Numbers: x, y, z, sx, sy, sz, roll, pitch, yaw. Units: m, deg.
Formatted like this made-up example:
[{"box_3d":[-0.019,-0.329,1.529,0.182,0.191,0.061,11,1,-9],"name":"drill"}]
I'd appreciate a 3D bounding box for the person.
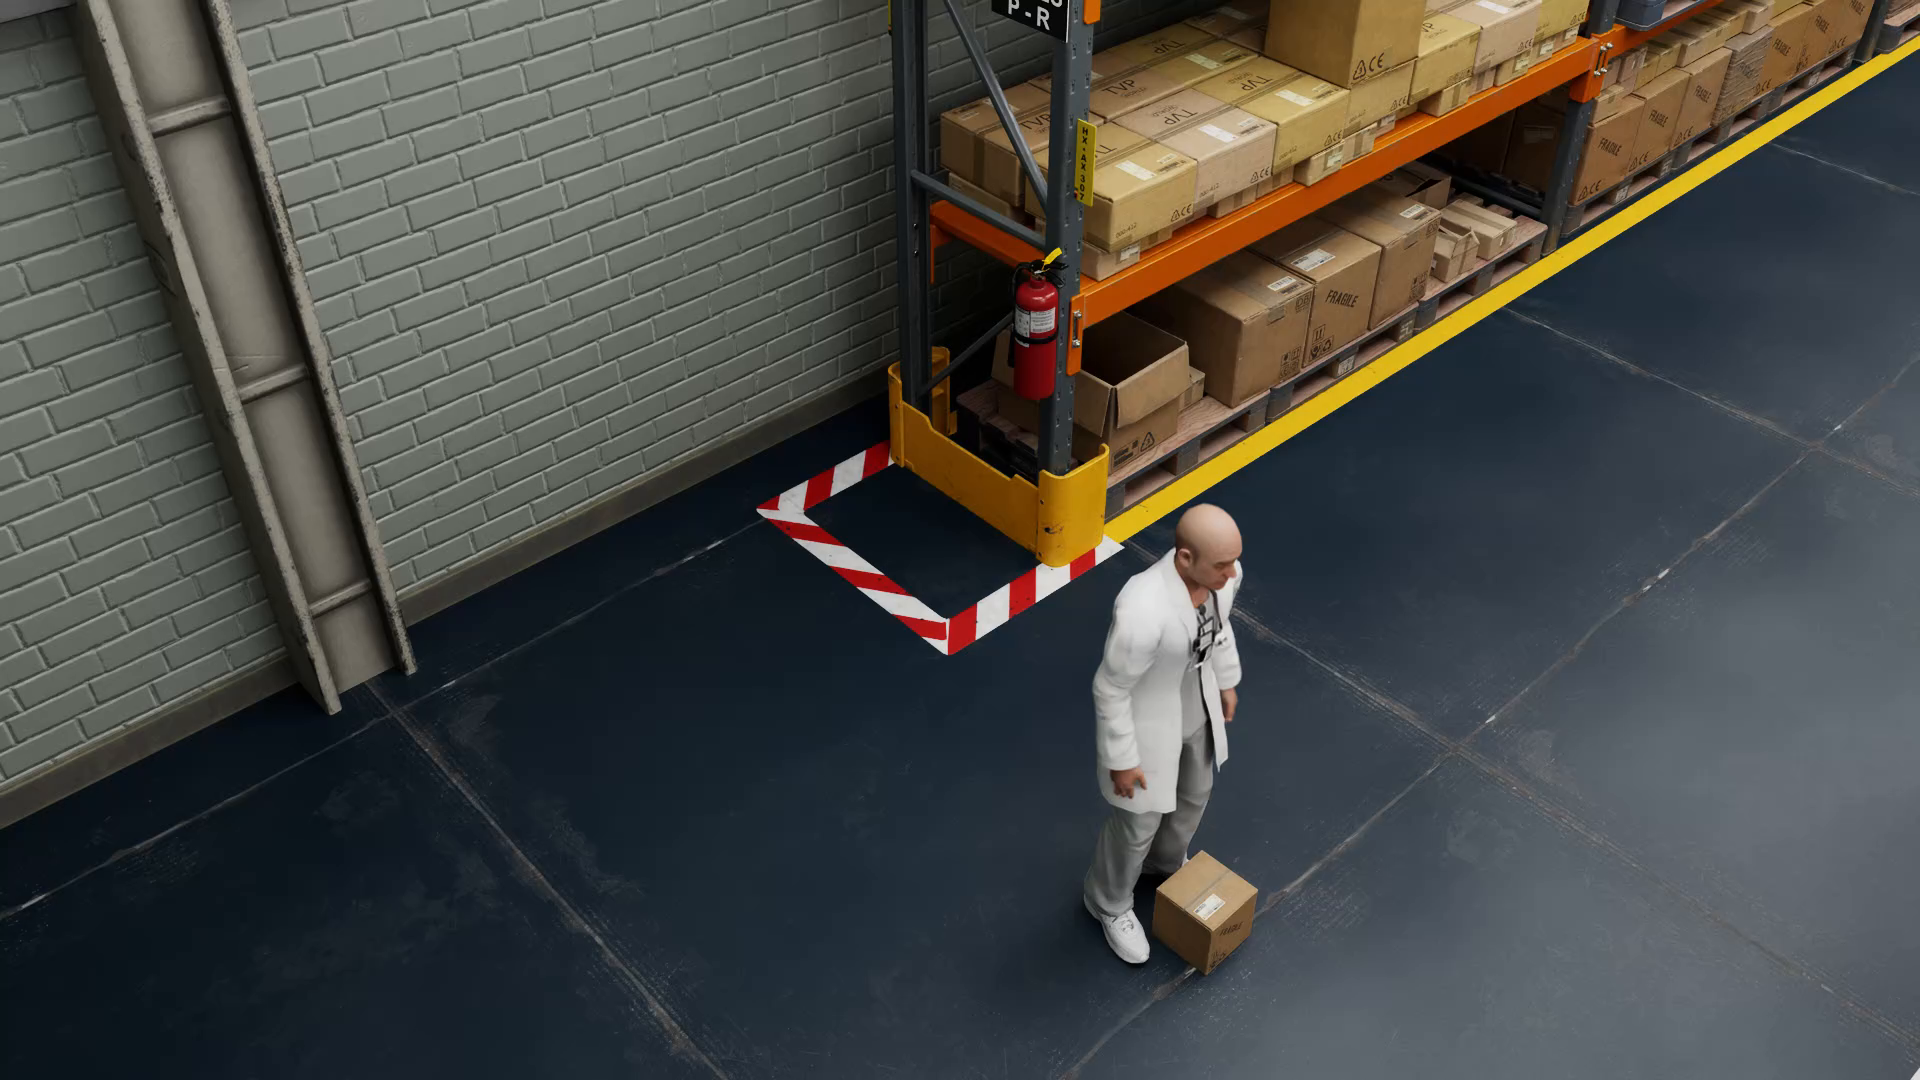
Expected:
[{"box_3d":[0.682,0.588,5.449,0.655,1.774,0.415,-31,49,-32],"name":"person"}]
